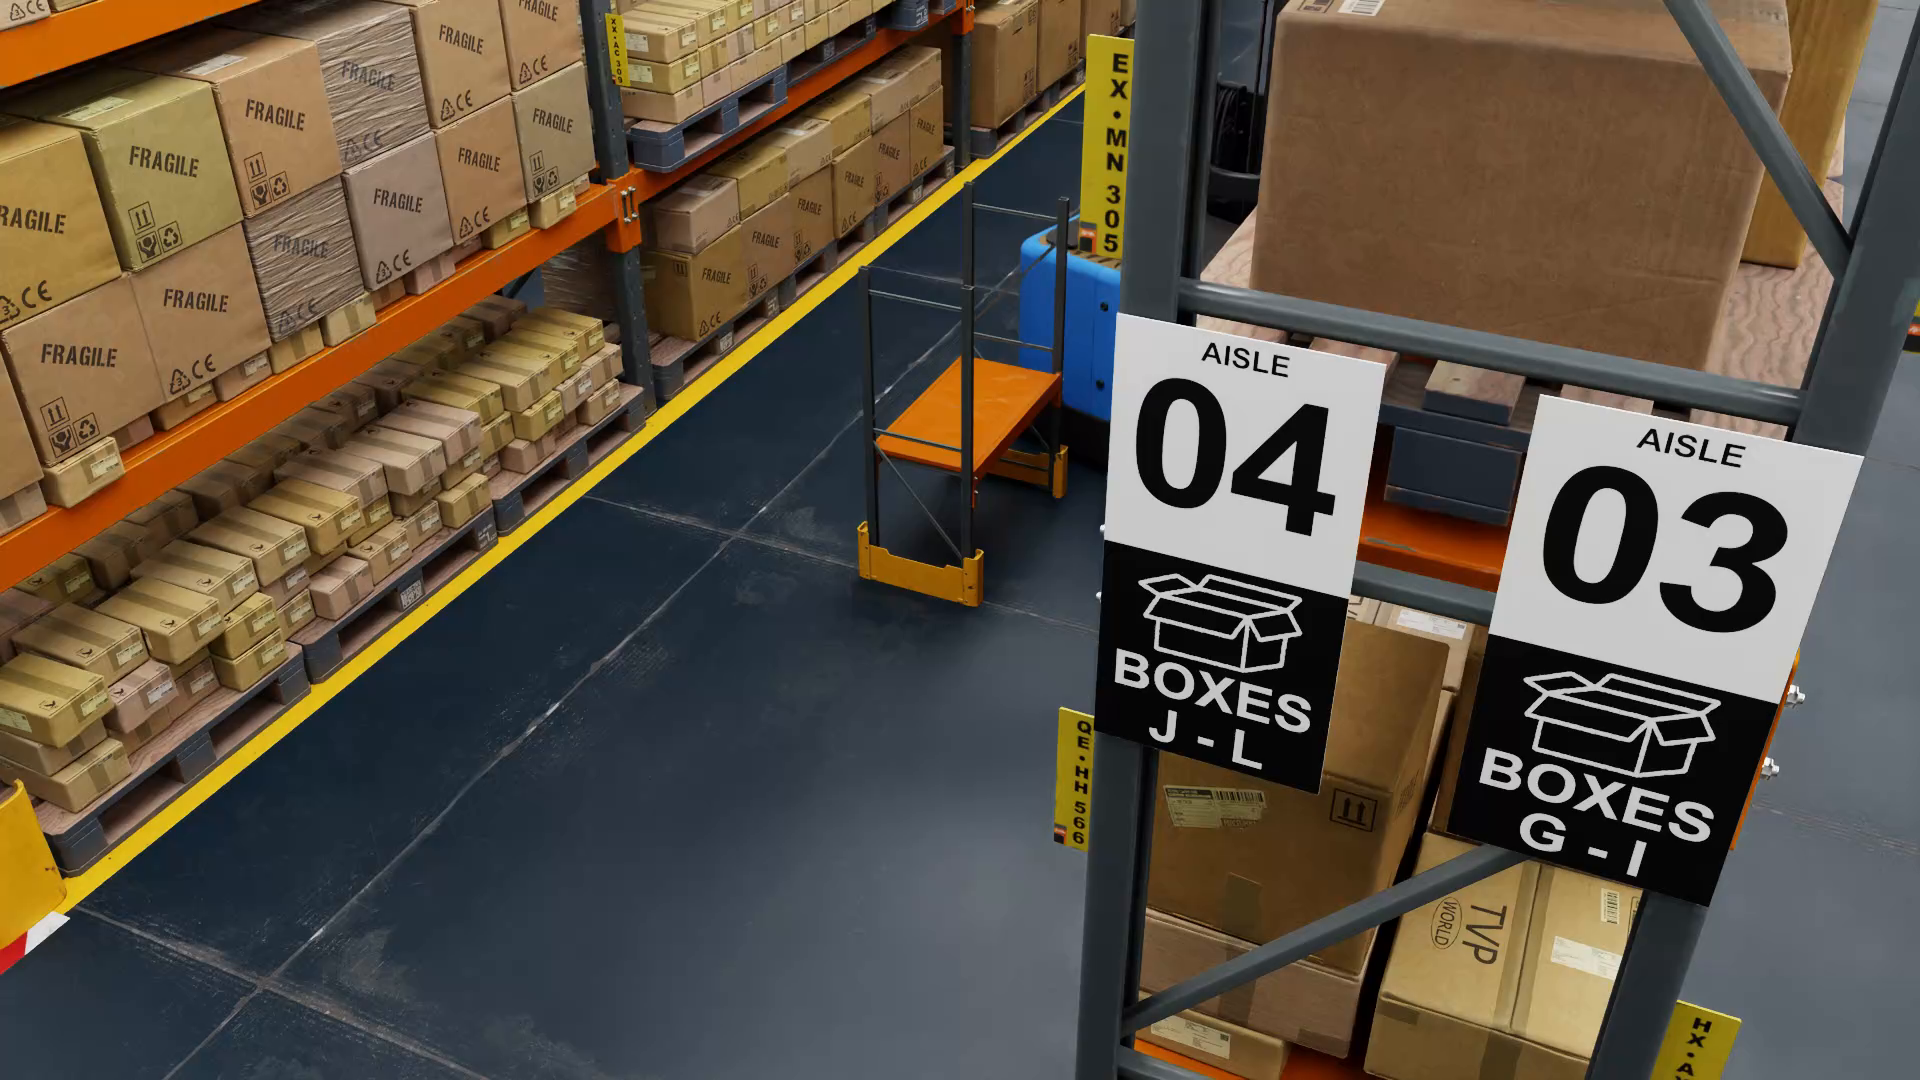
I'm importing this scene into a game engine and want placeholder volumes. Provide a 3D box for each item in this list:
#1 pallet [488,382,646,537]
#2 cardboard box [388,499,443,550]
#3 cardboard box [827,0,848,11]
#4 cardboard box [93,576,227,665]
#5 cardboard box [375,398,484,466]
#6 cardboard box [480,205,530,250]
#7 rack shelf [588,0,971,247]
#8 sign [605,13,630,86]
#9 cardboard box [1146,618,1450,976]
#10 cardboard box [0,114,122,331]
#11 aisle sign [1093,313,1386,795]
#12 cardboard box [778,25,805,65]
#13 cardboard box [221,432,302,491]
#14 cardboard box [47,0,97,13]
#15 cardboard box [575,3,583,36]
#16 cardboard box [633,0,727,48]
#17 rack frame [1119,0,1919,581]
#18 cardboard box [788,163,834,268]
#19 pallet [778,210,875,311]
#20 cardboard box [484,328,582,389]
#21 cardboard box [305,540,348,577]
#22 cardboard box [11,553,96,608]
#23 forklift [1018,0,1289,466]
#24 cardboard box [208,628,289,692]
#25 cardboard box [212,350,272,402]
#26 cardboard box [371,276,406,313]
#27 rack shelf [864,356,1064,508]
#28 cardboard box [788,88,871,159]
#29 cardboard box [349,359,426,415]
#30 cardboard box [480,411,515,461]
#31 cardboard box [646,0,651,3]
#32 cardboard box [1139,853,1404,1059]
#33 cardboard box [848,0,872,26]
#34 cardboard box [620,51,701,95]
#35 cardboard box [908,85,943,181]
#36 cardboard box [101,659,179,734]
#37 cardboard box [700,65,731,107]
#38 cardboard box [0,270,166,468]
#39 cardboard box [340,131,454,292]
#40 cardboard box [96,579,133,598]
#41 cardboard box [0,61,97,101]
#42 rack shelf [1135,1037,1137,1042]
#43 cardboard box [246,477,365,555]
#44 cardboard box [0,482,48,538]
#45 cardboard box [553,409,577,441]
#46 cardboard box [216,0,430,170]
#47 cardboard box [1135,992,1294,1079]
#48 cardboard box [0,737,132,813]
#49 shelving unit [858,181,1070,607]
[{"bbox_3d":[-2.327,-0.509,8.333,1.003,0.211,1.213,14,36,20],"label":"pallet"},{"bbox_3d":[-2.536,-0.097,7.380,0.380,0.149,0.250,15,36,21],"label":"cardboard box"},{"bbox_3d":[-0.843,-3.082,9.290,0.380,0.149,0.250,13,36,20],"label":"cardboard box"},{"bbox_3d":[-2.996,0.299,6.234,0.380,0.149,0.250,14,36,20],"label":"cardboard box"},{"bbox_3d":[-2.368,-0.483,7.426,0.380,0.149,0.250,12,35,18],"label":"cardboard box"},{"bbox_3d":[-2.160,-1.444,7.445,0.380,0.149,0.250,16,36,22],"label":"cardboard box"},{"bbox_3d":[-1.241,-2.713,9.808,1.077,0.370,4.000,14,36,20],"label":"rack shelf"},{"bbox_3d":[-1.582,-2.259,7.670,0.100,0.325,0.005,14,36,20],"label":"sign"},{"bbox_3d":[0.677,0.485,3.457,0.500,0.500,0.500,15,36,21],"label":"cardboard box"},{"bbox_3d":[-3.117,-1.025,5.303,0.500,0.500,0.500,15,36,22],"label":"cardboard box"},{"bbox_3d":[0.409,0.043,2.578,0.394,0.787,0.004,14,36,20],"label":"aisle sign"},{"bbox_3d":[-1.064,-2.693,8.968,0.380,0.149,0.250,13,35,18],"label":"cardboard box"},{"bbox_3d":[-3.087,-0.353,7.227,0.380,0.149,0.250,14,36,21],"label":"cardboard box"},{"bbox_3d":[-2.903,-1.903,5.317,0.500,0.250,0.500,13,35,19],"label":"cardboard box"},{"bbox_3d":[-2.087,-2.581,8.255,0.380,0.149,0.250,16,36,23],"label":"cardboard box"},{"bbox_3d":[-1.384,-2.568,8.234,0.380,0.149,0.250,15,36,22],"label":"cardboard box"},{"bbox_3d":[0.711,-1.346,1.596,1.000,3.000,0.127,14,36,20],"label":"rack frame"},{"bbox_3d":[-1.101,-1.983,9.935,0.500,0.500,0.500,15,36,21],"label":"cardboard box"},{"bbox_3d":[-1.244,-1.849,10.378,1.003,0.211,1.213,14,36,20],"label":"pallet"},{"bbox_3d":[-2.061,-0.876,8.025,0.380,0.149,0.250,15,36,21],"label":"cardboard box"},{"bbox_3d":[-2.804,-0.002,6.963,0.380,0.149,0.250,16,37,23],"label":"cardboard box"},{"bbox_3d":[-3.610,0.151,6.459,0.380,0.149,0.250,13,36,19],"label":"cardboard box"},{"bbox_3d":[1.631,-2.195,8.425,1.130,2.935,3.031,26,41,34],"label":"forklift"},{"bbox_3d":[-2.902,0.427,6.580,0.380,0.149,0.250,15,36,21],"label":"cardboard box"},{"bbox_3d":[-2.839,-0.671,6.266,0.380,0.149,0.250,13,36,20],"label":"cardboard box"},{"bbox_3d":[-2.531,-1.064,6.867,0.380,0.149,0.250,14,36,20],"label":"cardboard box"},{"bbox_3d":[0.036,-0.519,7.502,0.538,0.185,1.000,14,36,20],"label":"rack shelf"},{"bbox_3d":[-0.881,-2.549,10.115,0.500,0.250,0.500,15,36,22],"label":"cardboard box"},{"bbox_3d":[-2.729,-0.730,7.802,0.380,0.149,0.250,13,36,19],"label":"cardboard box"},{"bbox_3d":[-2.313,-0.518,7.750,0.380,0.149,0.250,15,36,21],"label":"cardboard box"},{"bbox_3d":[-1.756,-2.975,8.854,0.380,0.149,0.250,14,36,20],"label":"cardboard box"},{"bbox_3d":[0.673,0.799,3.661,0.500,0.250,0.500,14,36,20],"label":"cardboard box"},{"bbox_3d":[-0.735,-3.091,9.575,0.380,0.149,0.250,15,36,22],"label":"cardboard box"},{"bbox_3d":[-1.495,-2.303,8.102,0.380,0.149,0.250,15,36,21],"label":"cardboard box"},{"bbox_3d":[-0.442,-2.752,11.108,0.500,0.500,0.500,14,36,20],"label":"cardboard box"},{"bbox_3d":[-3.133,0.541,6.134,0.380,0.149,0.250,14,36,20],"label":"cardboard box"},{"bbox_3d":[-1.384,-2.318,8.396,0.380,0.149,0.250,15,36,21],"label":"cardboard box"},{"bbox_3d":[-3.112,-0.624,5.604,0.500,0.500,0.500,14,36,21],"label":"cardboard box"},{"bbox_3d":[-2.451,-1.372,6.745,0.500,0.500,0.500,14,36,20],"label":"cardboard box"},{"bbox_3d":[-3.368,0.169,6.702,0.380,0.149,0.250,14,36,20],"label":"cardboard box"},{"bbox_3d":[-3.364,-1.408,5.887,0.500,0.500,0.500,16,37,23],"label":"cardboard box"},{"bbox_3d":[1.548,0.468,4.957,1.077,0.370,4.000,14,36,20],"label":"rack shelf"},{"bbox_3d":[-2.691,-0.100,6.842,0.380,0.149,0.250,15,36,21],"label":"cardboard box"},{"bbox_3d":[-3.249,-0.143,5.461,0.380,0.149,0.250,15,36,22],"label":"cardboard box"},{"bbox_3d":[-2.117,-0.617,8.173,0.380,0.149,0.250,15,36,22],"label":"cardboard box"},{"bbox_3d":[-2.467,-1.795,6.478,0.500,0.500,0.500,15,36,22],"label":"cardboard box"},{"bbox_3d":[0.561,1.015,3.695,0.380,0.149,0.250,15,36,21],"label":"cardboard box"},{"bbox_3d":[-3.241,0.804,6.006,0.380,0.149,0.250,15,36,21],"label":"cardboard box"},{"bbox_3d":[0.032,-0.665,7.397,0.587,1.500,1.083,14,36,20],"label":"shelving unit"}]
